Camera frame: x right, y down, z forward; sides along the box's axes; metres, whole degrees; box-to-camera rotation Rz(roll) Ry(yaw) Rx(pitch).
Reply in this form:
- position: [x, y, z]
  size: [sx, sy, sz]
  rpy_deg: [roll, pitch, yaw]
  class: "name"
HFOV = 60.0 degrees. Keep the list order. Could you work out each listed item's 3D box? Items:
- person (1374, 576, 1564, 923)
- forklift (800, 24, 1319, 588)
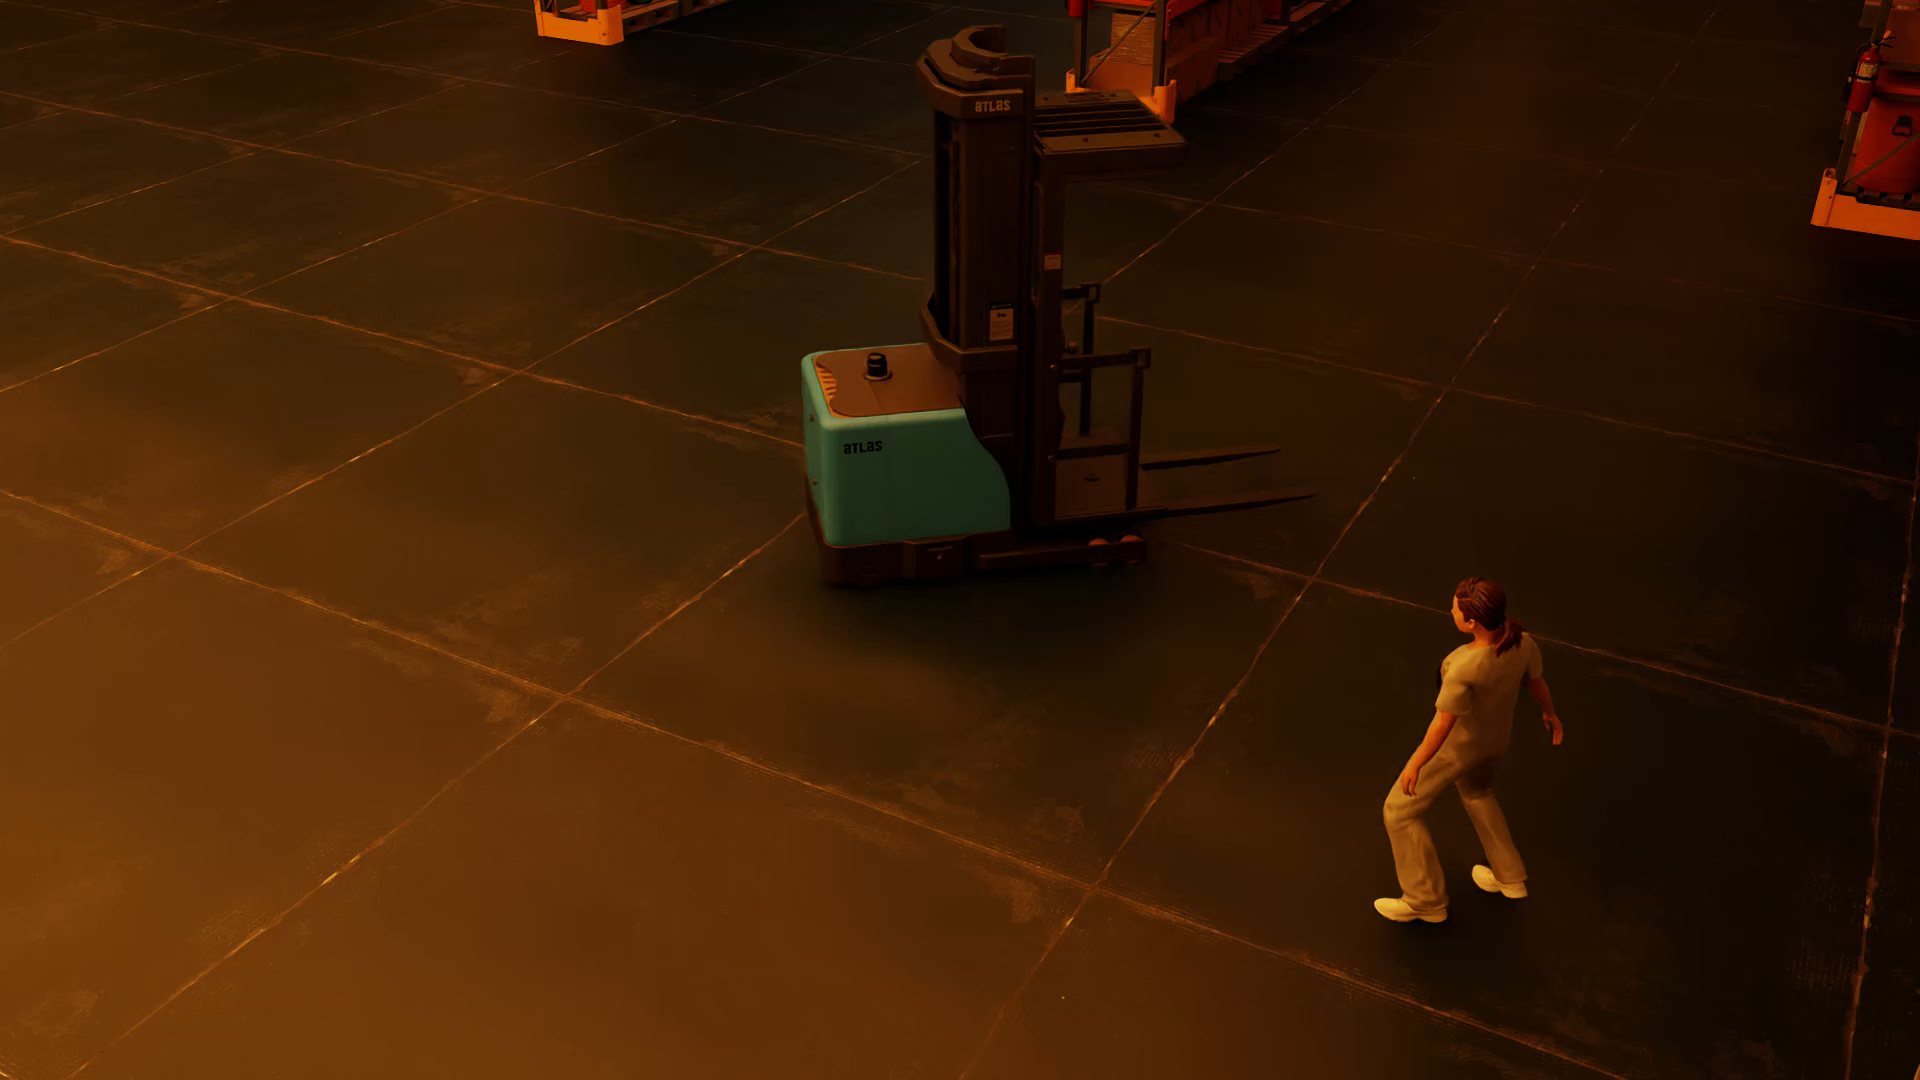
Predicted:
- position: [2.188, 0.865, 6.916]
  size: [0.799, 1.597, 0.477]
  rpy_deg: [-15, 33, -24]
  class: "person"
- position: [0.623, -1.362, 9.430]
  size: [3.031, 2.935, 1.130]
  rpy_deg: [-6, 31, -10]
  class: "forklift"
